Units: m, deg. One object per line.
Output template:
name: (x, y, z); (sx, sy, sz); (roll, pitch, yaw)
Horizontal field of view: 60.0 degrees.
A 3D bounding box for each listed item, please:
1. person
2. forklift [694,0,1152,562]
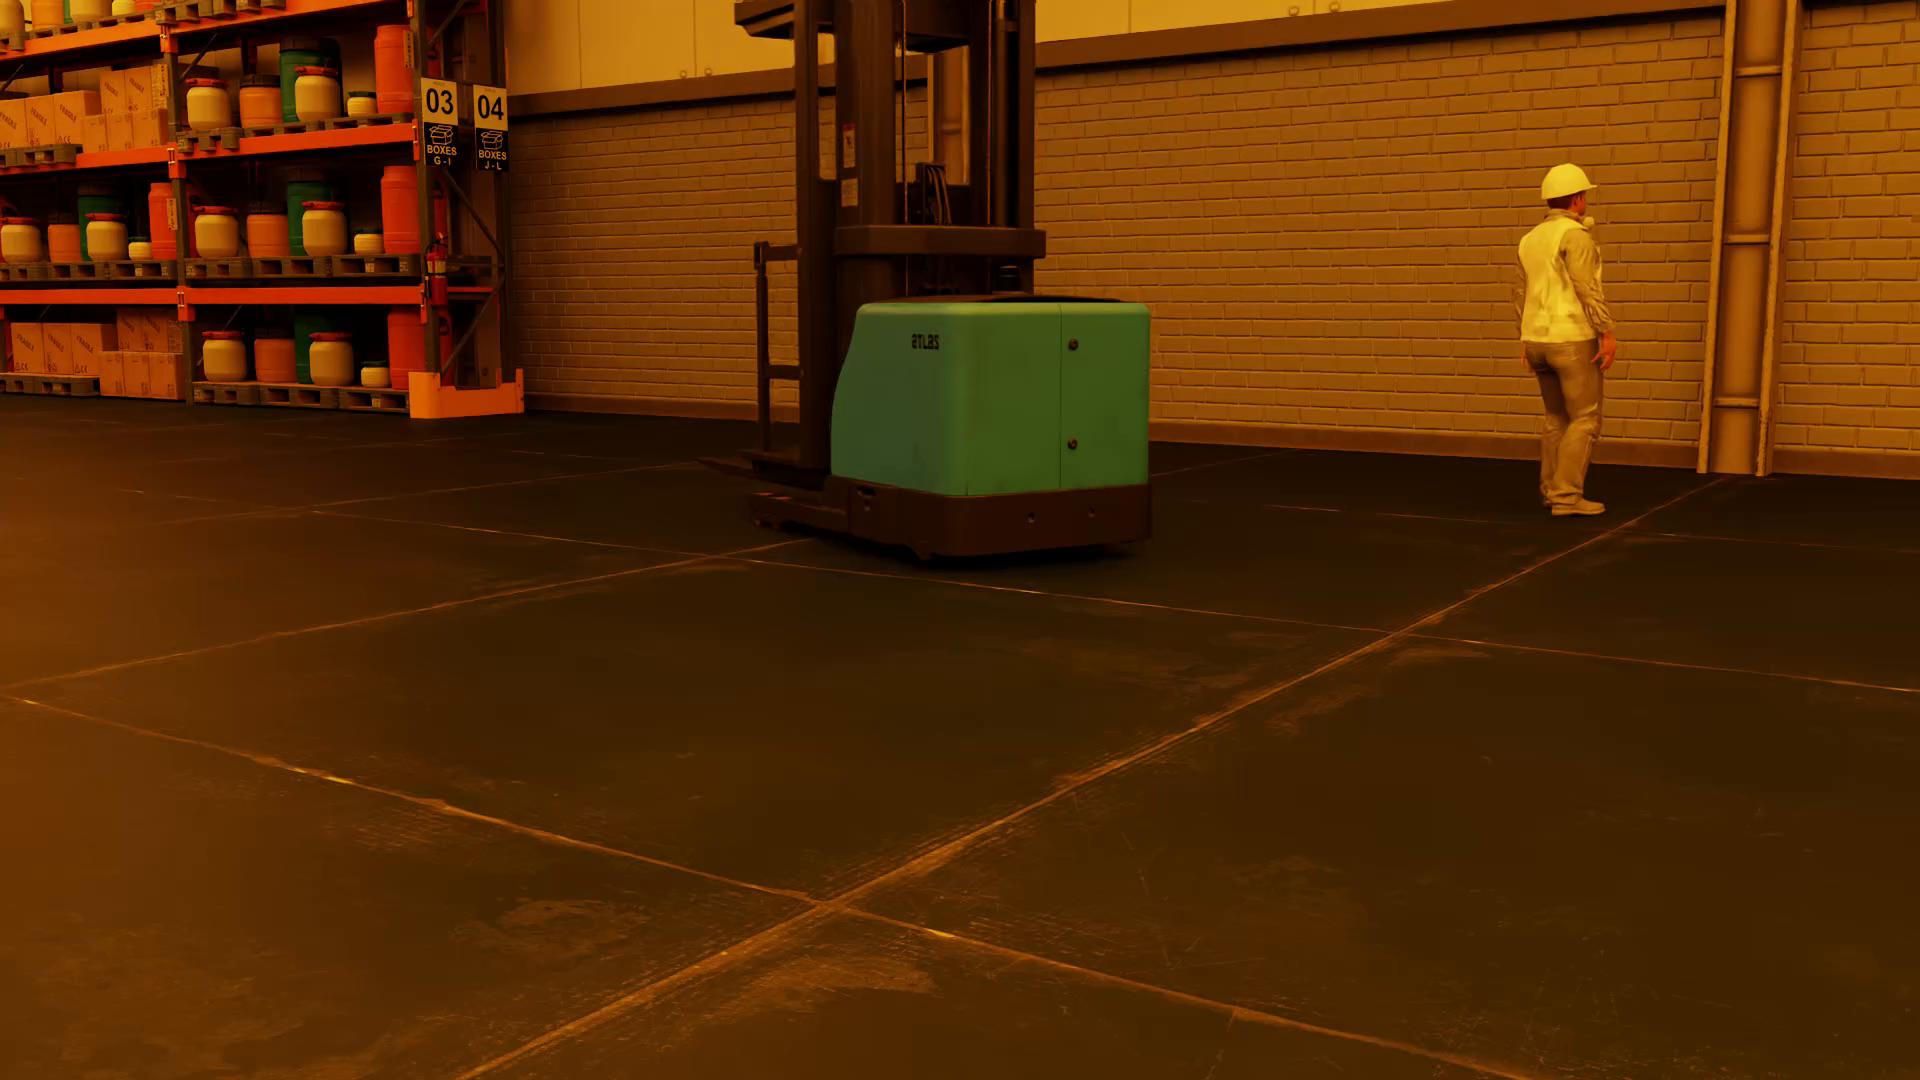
person: (3.144, -1.006, 8.513); (0.508, 1.799, 0.614); (-2, 8, -16)
forklift: (-0.386, -1.528, 7.937); (1.130, 2.935, 3.031); (-5, 10, -32)
